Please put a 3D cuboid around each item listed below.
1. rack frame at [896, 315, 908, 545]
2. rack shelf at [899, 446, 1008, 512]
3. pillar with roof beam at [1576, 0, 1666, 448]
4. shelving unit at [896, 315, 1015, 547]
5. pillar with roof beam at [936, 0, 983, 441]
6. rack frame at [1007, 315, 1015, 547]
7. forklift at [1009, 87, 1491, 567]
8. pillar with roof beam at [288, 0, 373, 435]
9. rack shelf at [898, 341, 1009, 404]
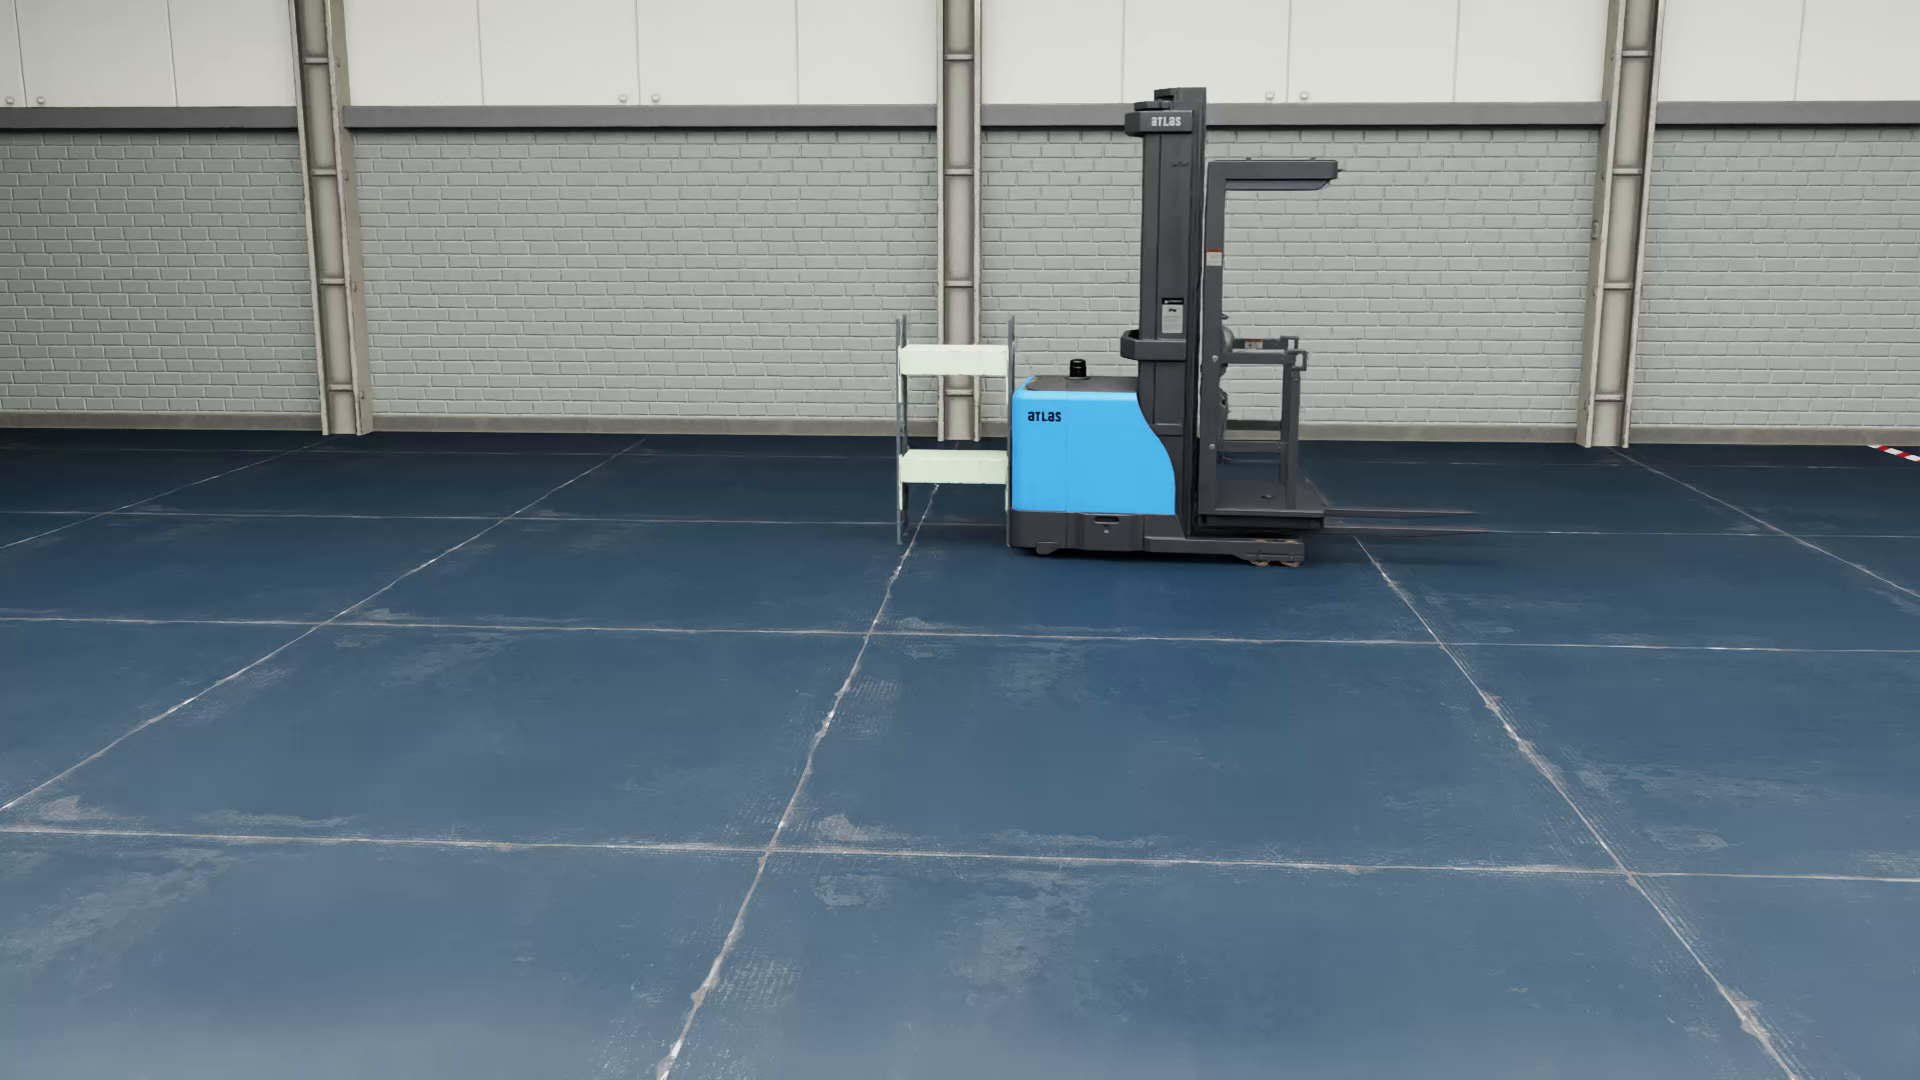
[{"bbox_3d":[-0.389,-0.743,11.155,0.023,1.500,0.400,1,12,5],"label":"rack frame"},{"bbox_3d":[-0.025,-0.416,11.188,0.720,0.370,0.431,1,12,5],"label":"rack shelf"},{"bbox_3d":[5.696,-4.412,10.381,0.400,9.000,9.100,1,12,4],"label":"pillar with roof beam"},{"bbox_3d":[-0.025,-0.735,11.121,0.755,1.500,0.431,1,12,5],"label":"shelving unit"},{"bbox_3d":[-0.291,-4.494,10.773,0.400,9.000,9.100,1,12,4],"label":"pillar with roof beam"},{"bbox_3d":[0.340,-0.728,11.087,0.023,1.500,0.400,1,12,5],"label":"rack frame"},{"bbox_3d":[1.879,-1.382,10.715,3.031,2.935,1.130,2,12,8],"label":"forklift"},{"bbox_3d":[-6.277,-4.576,11.166,0.400,9.000,9.100,1,12,4],"label":"pillar with roof beam"},{"bbox_3d":[-0.025,-1.117,11.041,0.720,0.370,0.431,1,12,5],"label":"rack shelf"}]
